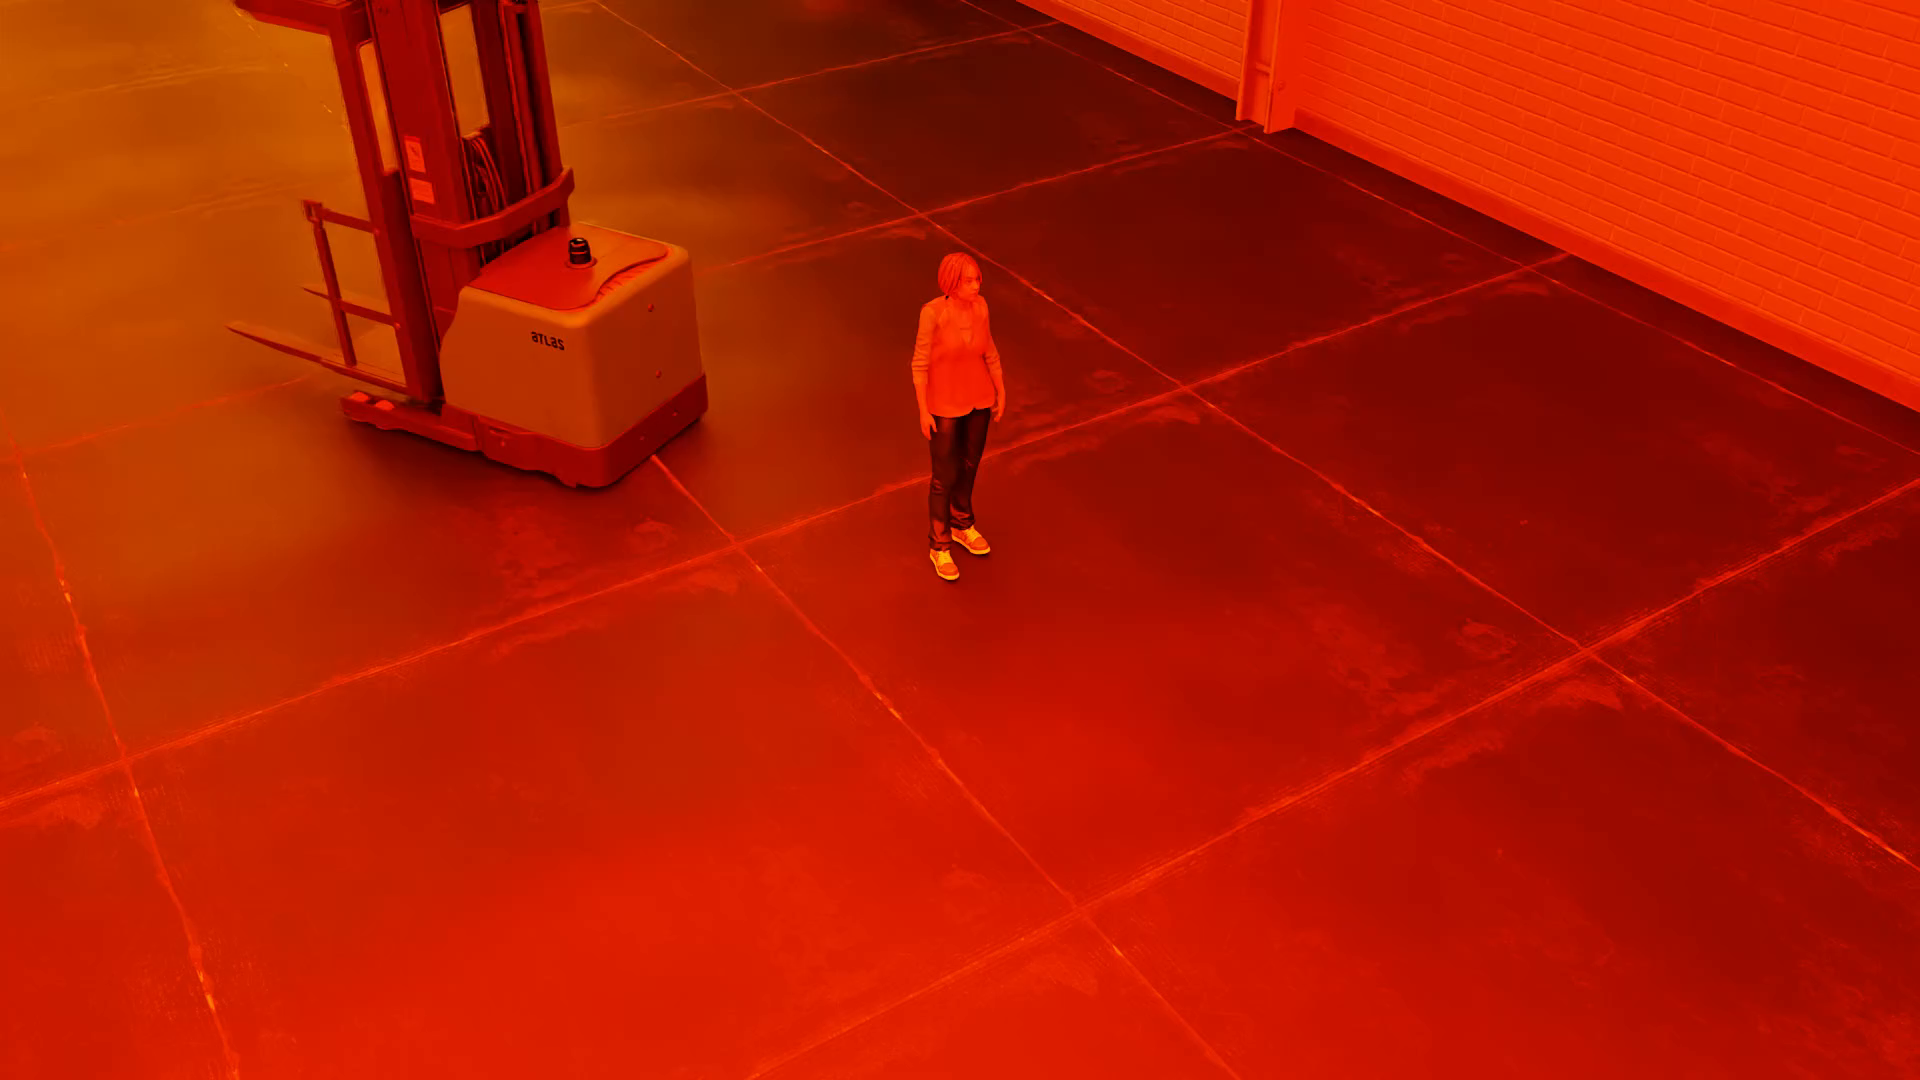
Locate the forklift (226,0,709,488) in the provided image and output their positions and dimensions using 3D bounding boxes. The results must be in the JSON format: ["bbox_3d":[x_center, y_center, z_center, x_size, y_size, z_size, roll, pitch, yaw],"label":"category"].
[{"bbox_3d":[-3.006,-2.083,9.112,3.031,2.935,1.130,17,39,23],"label":"forklift"}]

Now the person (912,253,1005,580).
[{"bbox_3d":[0.029,-0.619,8.176,0.520,1.599,0.473,-21,40,-27],"label":"person"}]
